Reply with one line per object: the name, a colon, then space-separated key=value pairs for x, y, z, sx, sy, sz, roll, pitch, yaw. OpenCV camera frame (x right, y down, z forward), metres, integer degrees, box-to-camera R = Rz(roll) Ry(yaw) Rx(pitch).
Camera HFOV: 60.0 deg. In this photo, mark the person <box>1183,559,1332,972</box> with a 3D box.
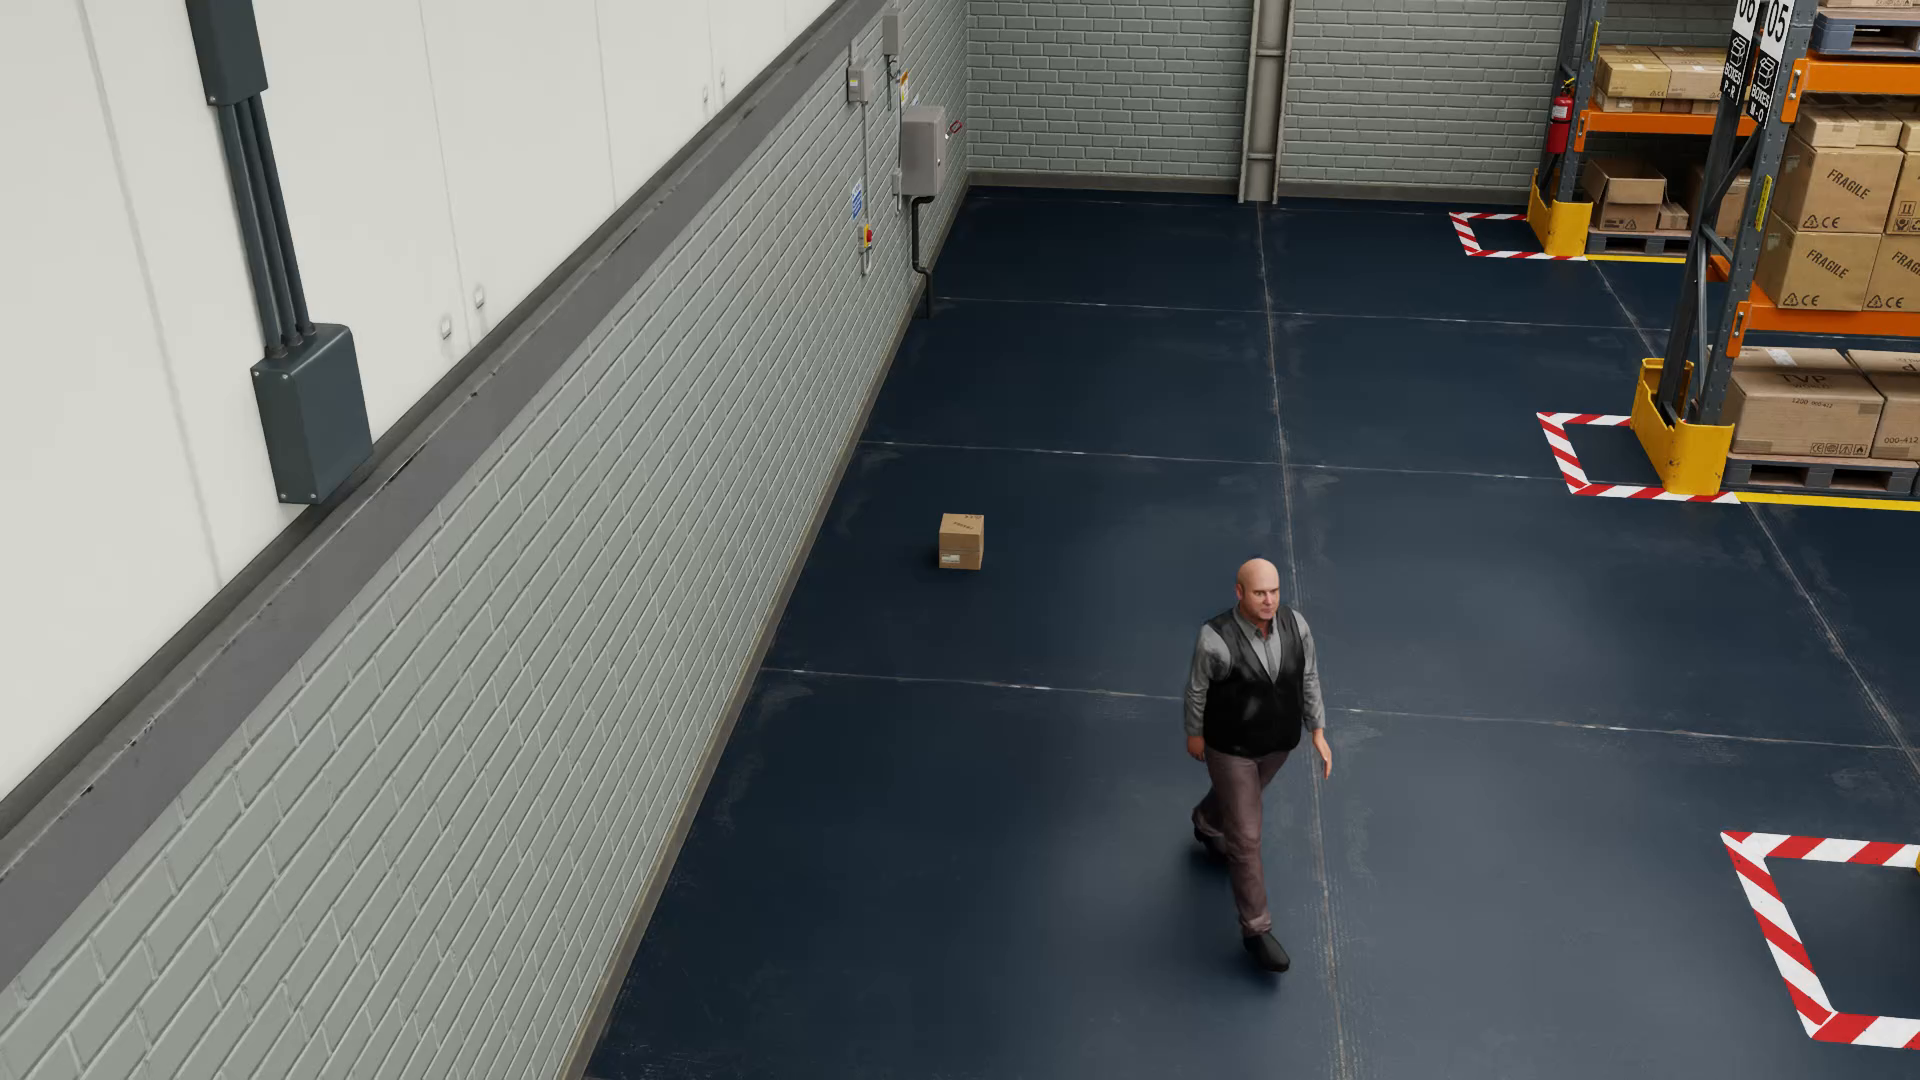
person: x=1.276 y=0.869 z=7.019 sx=0.548 sy=1.667 sz=1.021 roll=-12 pitch=30 yaw=-21
